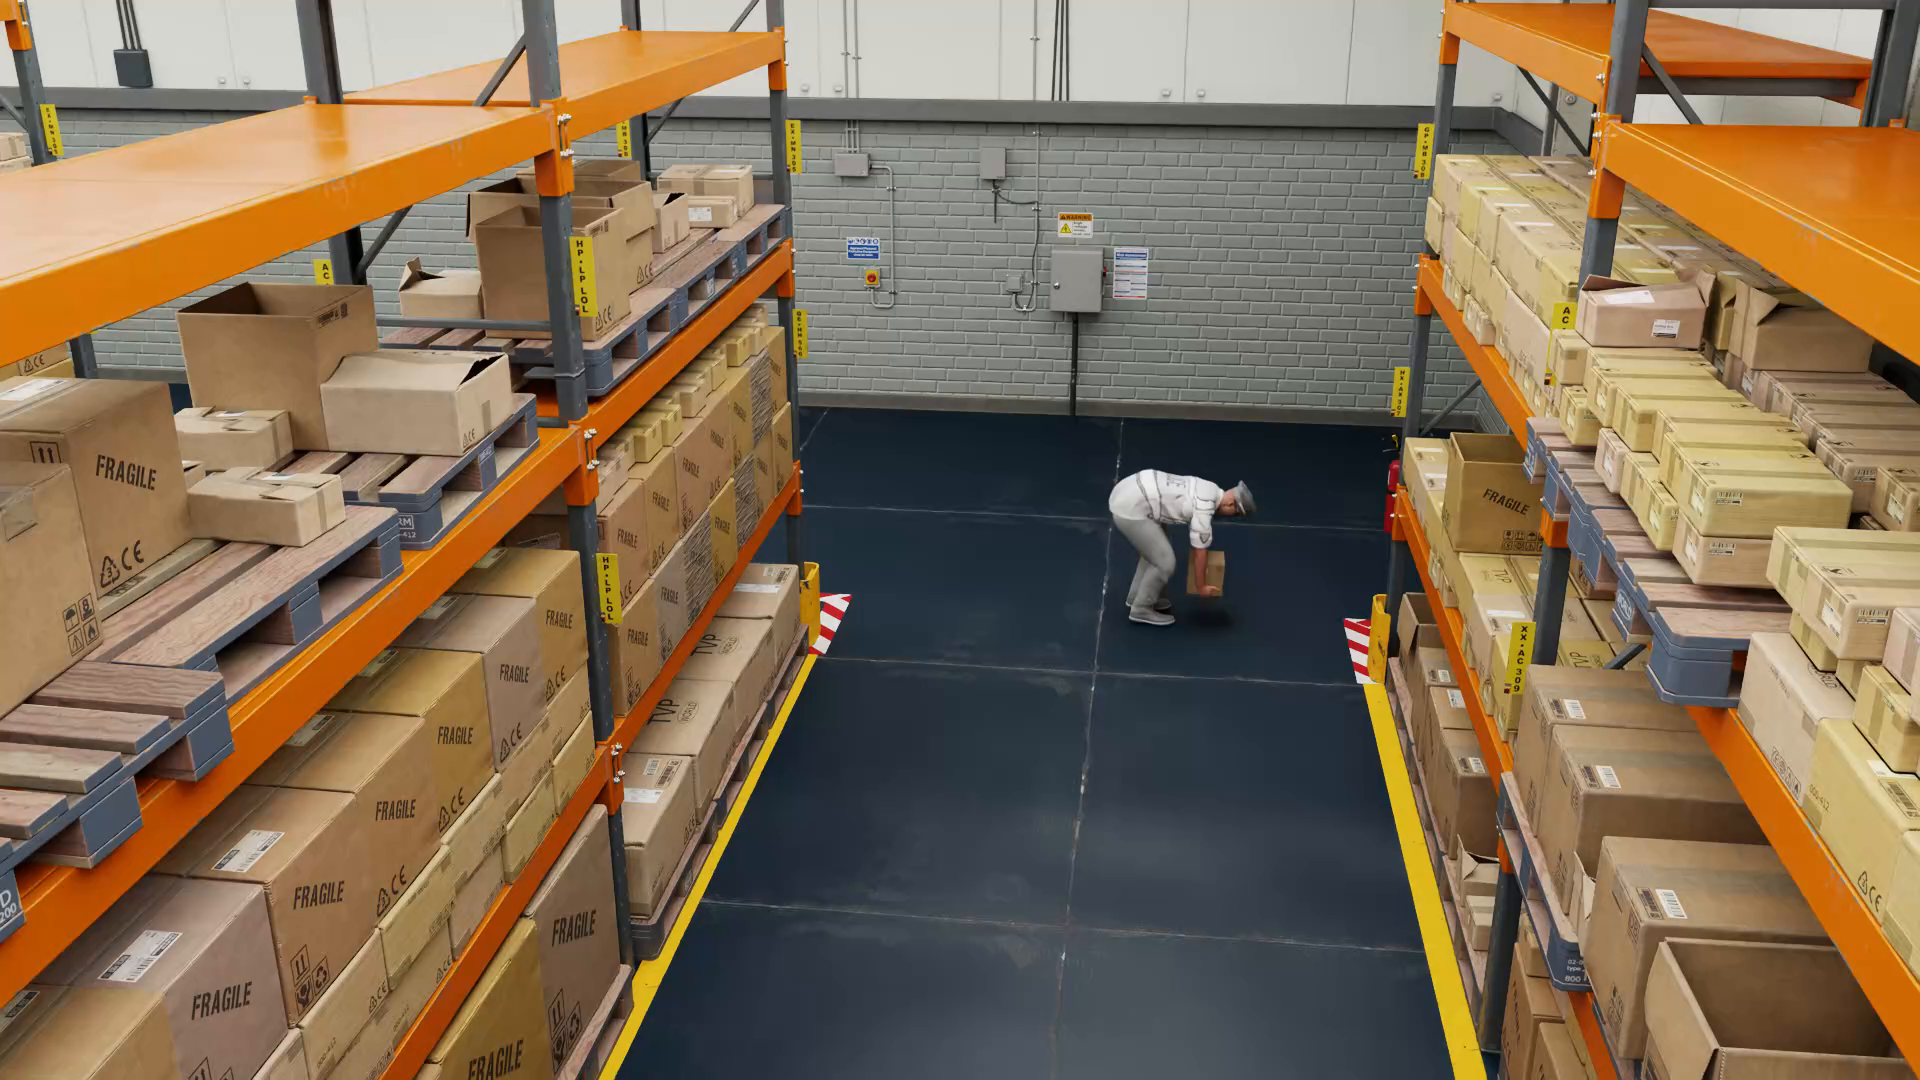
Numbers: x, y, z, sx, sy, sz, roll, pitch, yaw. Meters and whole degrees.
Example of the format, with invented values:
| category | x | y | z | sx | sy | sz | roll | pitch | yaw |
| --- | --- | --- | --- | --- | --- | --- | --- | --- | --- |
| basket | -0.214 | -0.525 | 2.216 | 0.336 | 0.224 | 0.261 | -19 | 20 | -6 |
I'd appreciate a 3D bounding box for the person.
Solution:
| category | x | y | z | sx | sy | sz | roll | pitch | yaw |
| --- | --- | --- | --- | --- | --- | --- | --- | --- | --- |
| person | 1.578 | 0.045 | 11.880 | 1.045 | 1.091 | 0.501 | 2 | 21 | 4 |
